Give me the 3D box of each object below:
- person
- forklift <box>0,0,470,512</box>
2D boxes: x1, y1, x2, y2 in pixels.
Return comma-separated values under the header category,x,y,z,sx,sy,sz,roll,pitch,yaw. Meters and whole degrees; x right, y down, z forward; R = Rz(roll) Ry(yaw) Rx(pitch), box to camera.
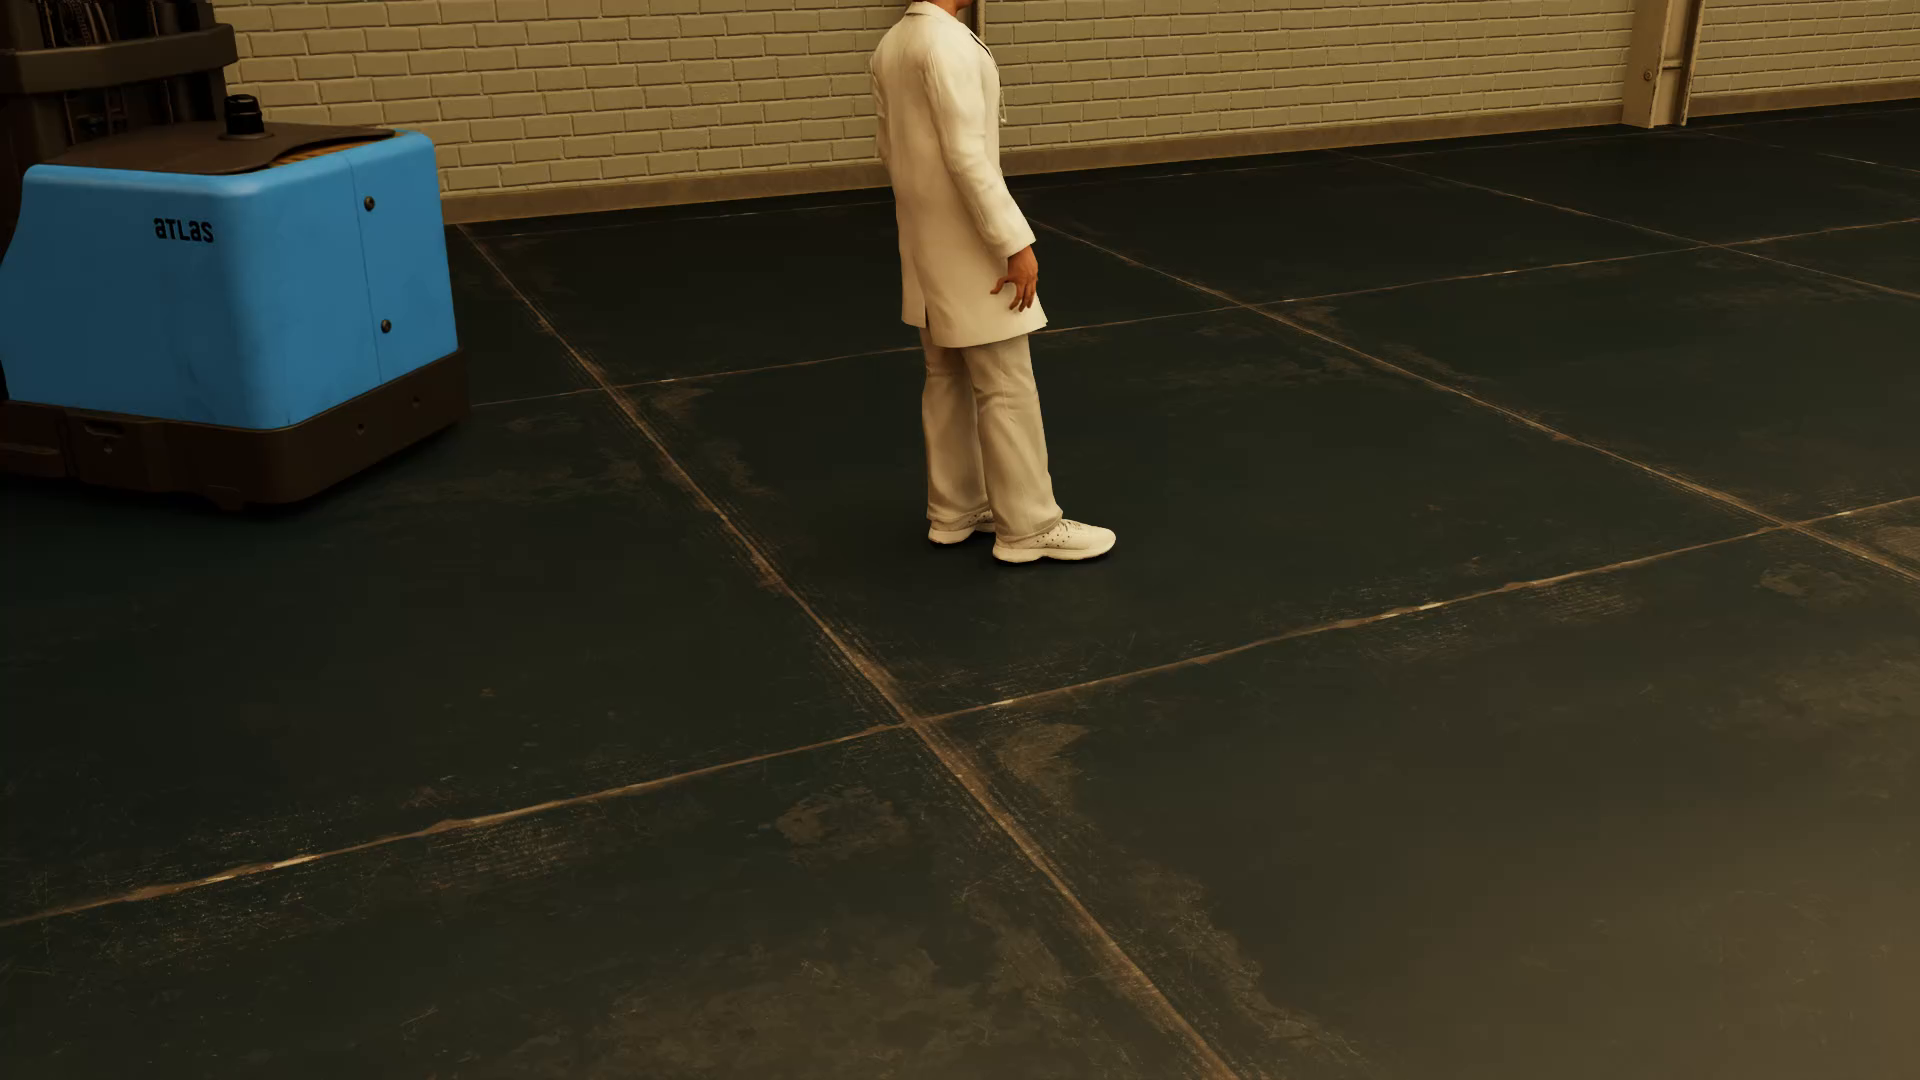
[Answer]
category,x,y,z,sx,sy,sz,roll,pitch,yaw
person,0.084,-0.841,4.795,0.580,1.776,0.698,-10,25,-23
forklift,-3.350,-1.762,5.528,3.031,2.935,1.130,7,24,17
